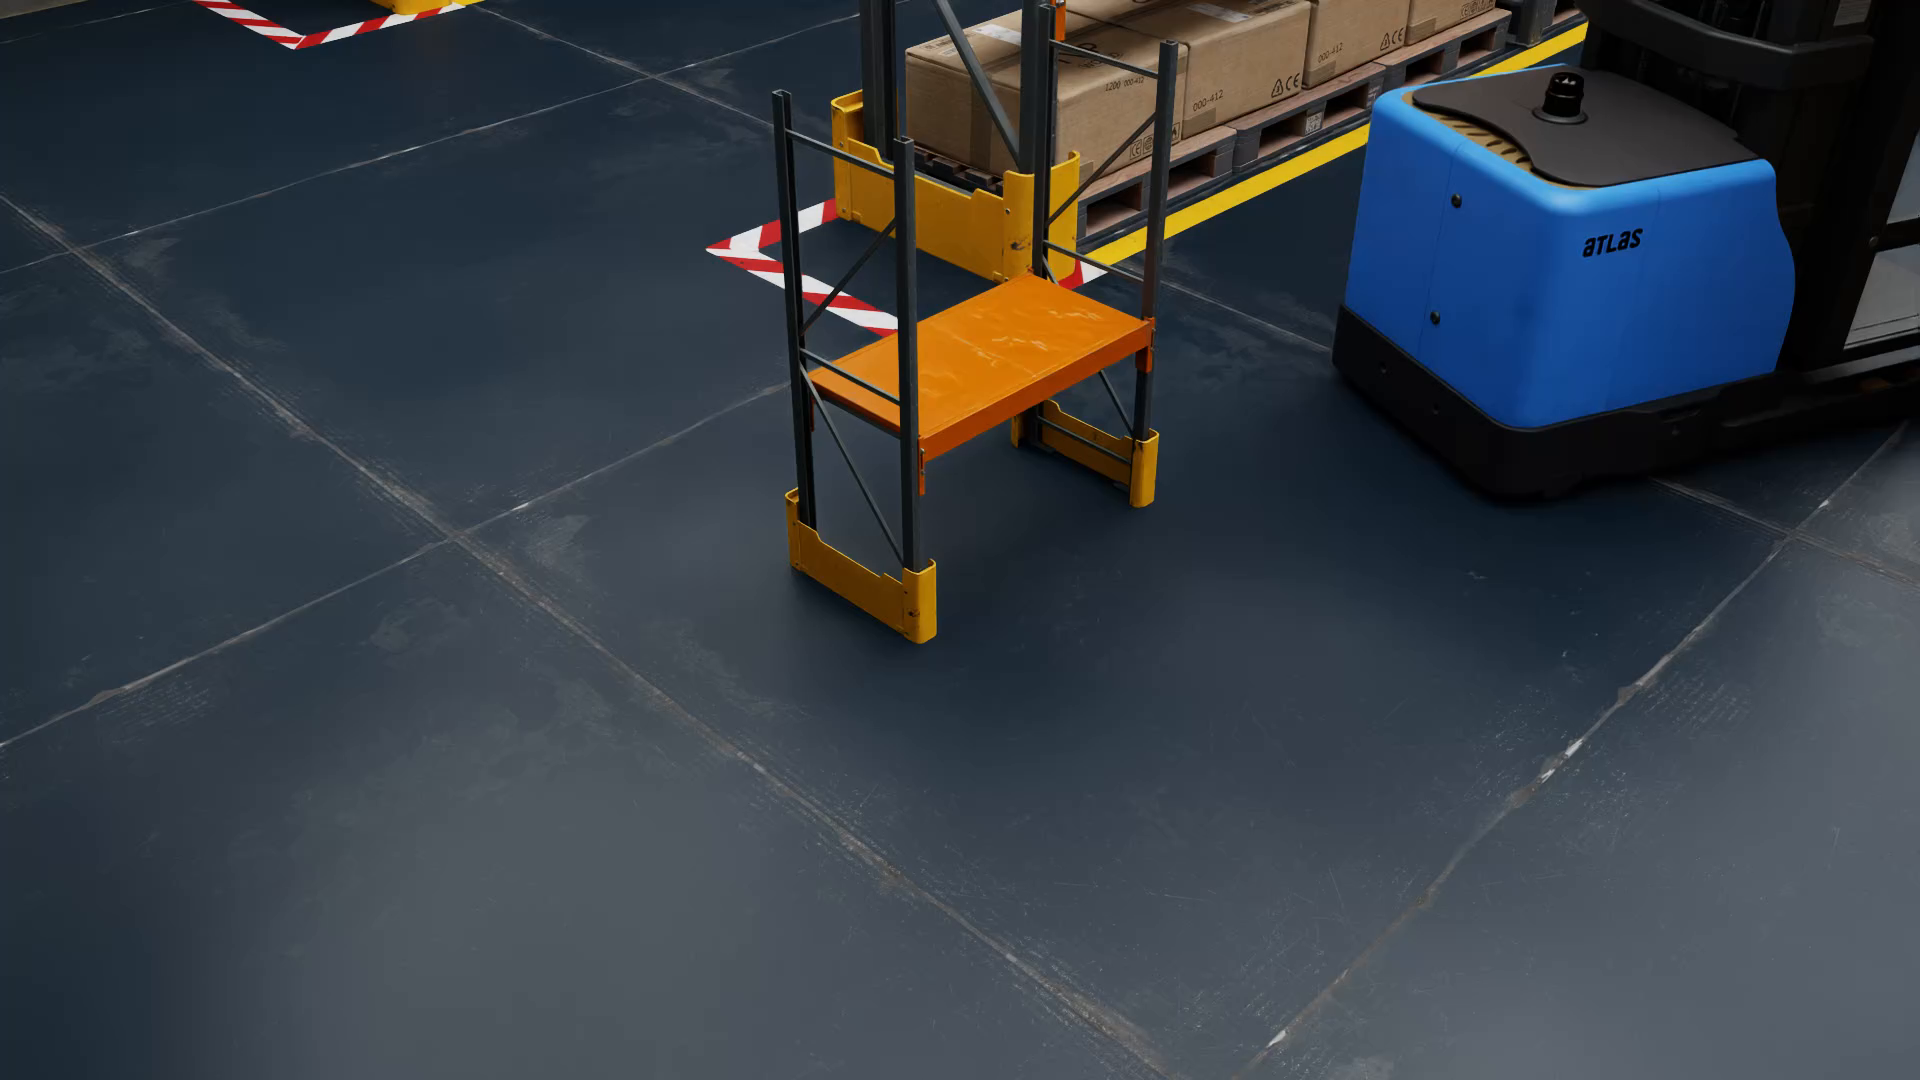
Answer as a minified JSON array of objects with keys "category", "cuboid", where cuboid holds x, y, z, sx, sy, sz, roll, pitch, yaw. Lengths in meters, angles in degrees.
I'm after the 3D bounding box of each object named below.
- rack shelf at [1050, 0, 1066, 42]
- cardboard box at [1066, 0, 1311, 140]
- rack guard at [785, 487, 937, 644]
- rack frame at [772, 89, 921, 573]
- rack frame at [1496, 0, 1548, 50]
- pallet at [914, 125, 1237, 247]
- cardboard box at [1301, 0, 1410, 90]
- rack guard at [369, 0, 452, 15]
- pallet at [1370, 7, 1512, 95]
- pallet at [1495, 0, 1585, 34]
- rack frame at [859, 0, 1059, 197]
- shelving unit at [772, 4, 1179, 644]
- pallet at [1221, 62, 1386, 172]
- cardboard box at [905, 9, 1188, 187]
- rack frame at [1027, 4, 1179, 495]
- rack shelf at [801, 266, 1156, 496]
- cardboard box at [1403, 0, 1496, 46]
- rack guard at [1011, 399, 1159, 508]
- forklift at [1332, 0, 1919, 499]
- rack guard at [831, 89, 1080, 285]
[{"category":"rack shelf","cuboid":[1.390,-3.032,7.604,1.077,0.370,4.000,30,45,35]},{"category":"cardboard box","cuboid":[1.013,-2.319,7.826,0.875,0.438,0.875,-29,44,-34]},{"category":"rack guard","cuboid":[-0.297,0.069,4.933,0.587,0.250,0.087,30,45,35]},{"category":"rack frame","cuboid":[-0.298,-0.443,4.575,0.500,1.500,0.032,30,45,35]},{"category":"rack frame","cuboid":[2.799,-4.139,8.562,1.000,3.000,0.127,30,45,35]},{"category":"pallet","cuboid":[0.488,-1.727,7.542,1.003,0.211,1.213,30,45,35]},{"category":"cardboard box","cuboid":[1.650,-2.685,8.350,0.875,0.438,0.875,28,44,34]},{"category":"rack guard","cuboid":[-3.491,-3.519,9.859,1.175,0.500,0.348,30,45,35]},{"category":"pallet","cuboid":[2.208,-2.718,8.962,1.003,0.211,1.213,30,45,35]},{"category":"pallet","cuboid":[3.289,-3.338,9.852,1.003,0.211,1.213,30,45,35]},{"category":"rack frame","cuboid":[-0.019,-2.515,6.234,1.000,3.000,0.127,30,45,35]},{"category":"shelving unit","cuboid":[0.054,-0.646,4.865,0.587,1.500,1.083,30,45,35]},{"category":"pallet","cuboid":[1.348,-2.220,8.249,1.003,0.211,1.213,30,45,35]},{"category":"cardboard box","cuboid":[0.375,-1.944,7.288,0.875,0.438,0.875,28,44,34]},{"category":"rack frame","cuboid":[0.418,-0.856,5.167,0.500,1.500,0.032,30,45,35]},{"category":"rack shelf","cuboid":[0.060,-0.502,4.974,0.538,0.185,1.000,30,45,35]},{"category":"cardboard box","cuboid":[2.280,-3.048,8.871,0.875,0.438,0.875,29,44,35]},{"category":"rack guard","cuboid":[0.405,-0.336,5.513,0.587,0.250,0.087,30,45,35]},{"category":"forklift","cuboid":[2.922,-1.871,5.371,3.031,2.935,1.130,-13,37,-18]},{"category":"rack guard","cuboid":[-0.036,-1.480,6.935,1.175,0.500,0.348,30,45,35]}]
